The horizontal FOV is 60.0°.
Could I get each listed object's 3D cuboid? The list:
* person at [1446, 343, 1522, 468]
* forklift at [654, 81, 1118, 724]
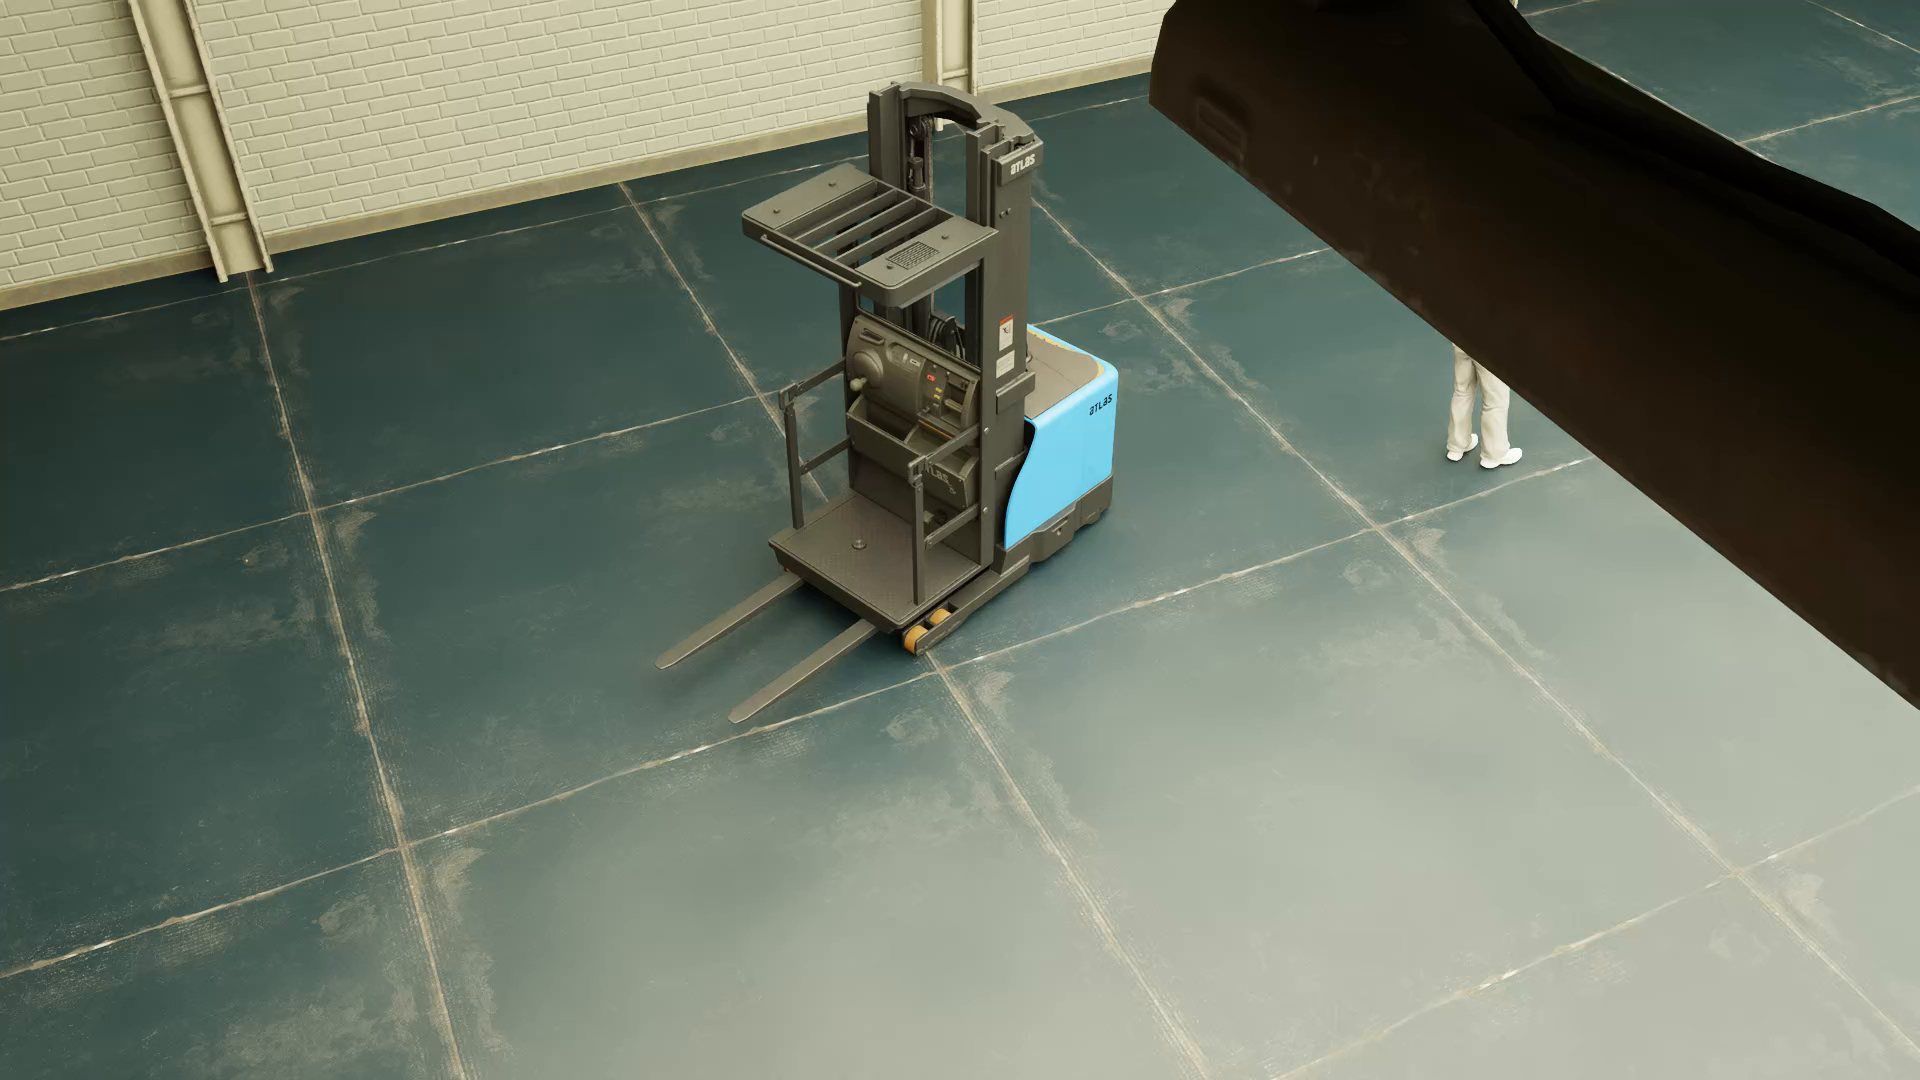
[{"bbox_3d":[3.327,-1.218,10.444,0.548,1.674,0.549,-25,46,-27],"label":"person"},{"bbox_3d":[-0.413,-0.839,9.021,1.130,2.935,3.031,31,49,31],"label":"forklift"}]
